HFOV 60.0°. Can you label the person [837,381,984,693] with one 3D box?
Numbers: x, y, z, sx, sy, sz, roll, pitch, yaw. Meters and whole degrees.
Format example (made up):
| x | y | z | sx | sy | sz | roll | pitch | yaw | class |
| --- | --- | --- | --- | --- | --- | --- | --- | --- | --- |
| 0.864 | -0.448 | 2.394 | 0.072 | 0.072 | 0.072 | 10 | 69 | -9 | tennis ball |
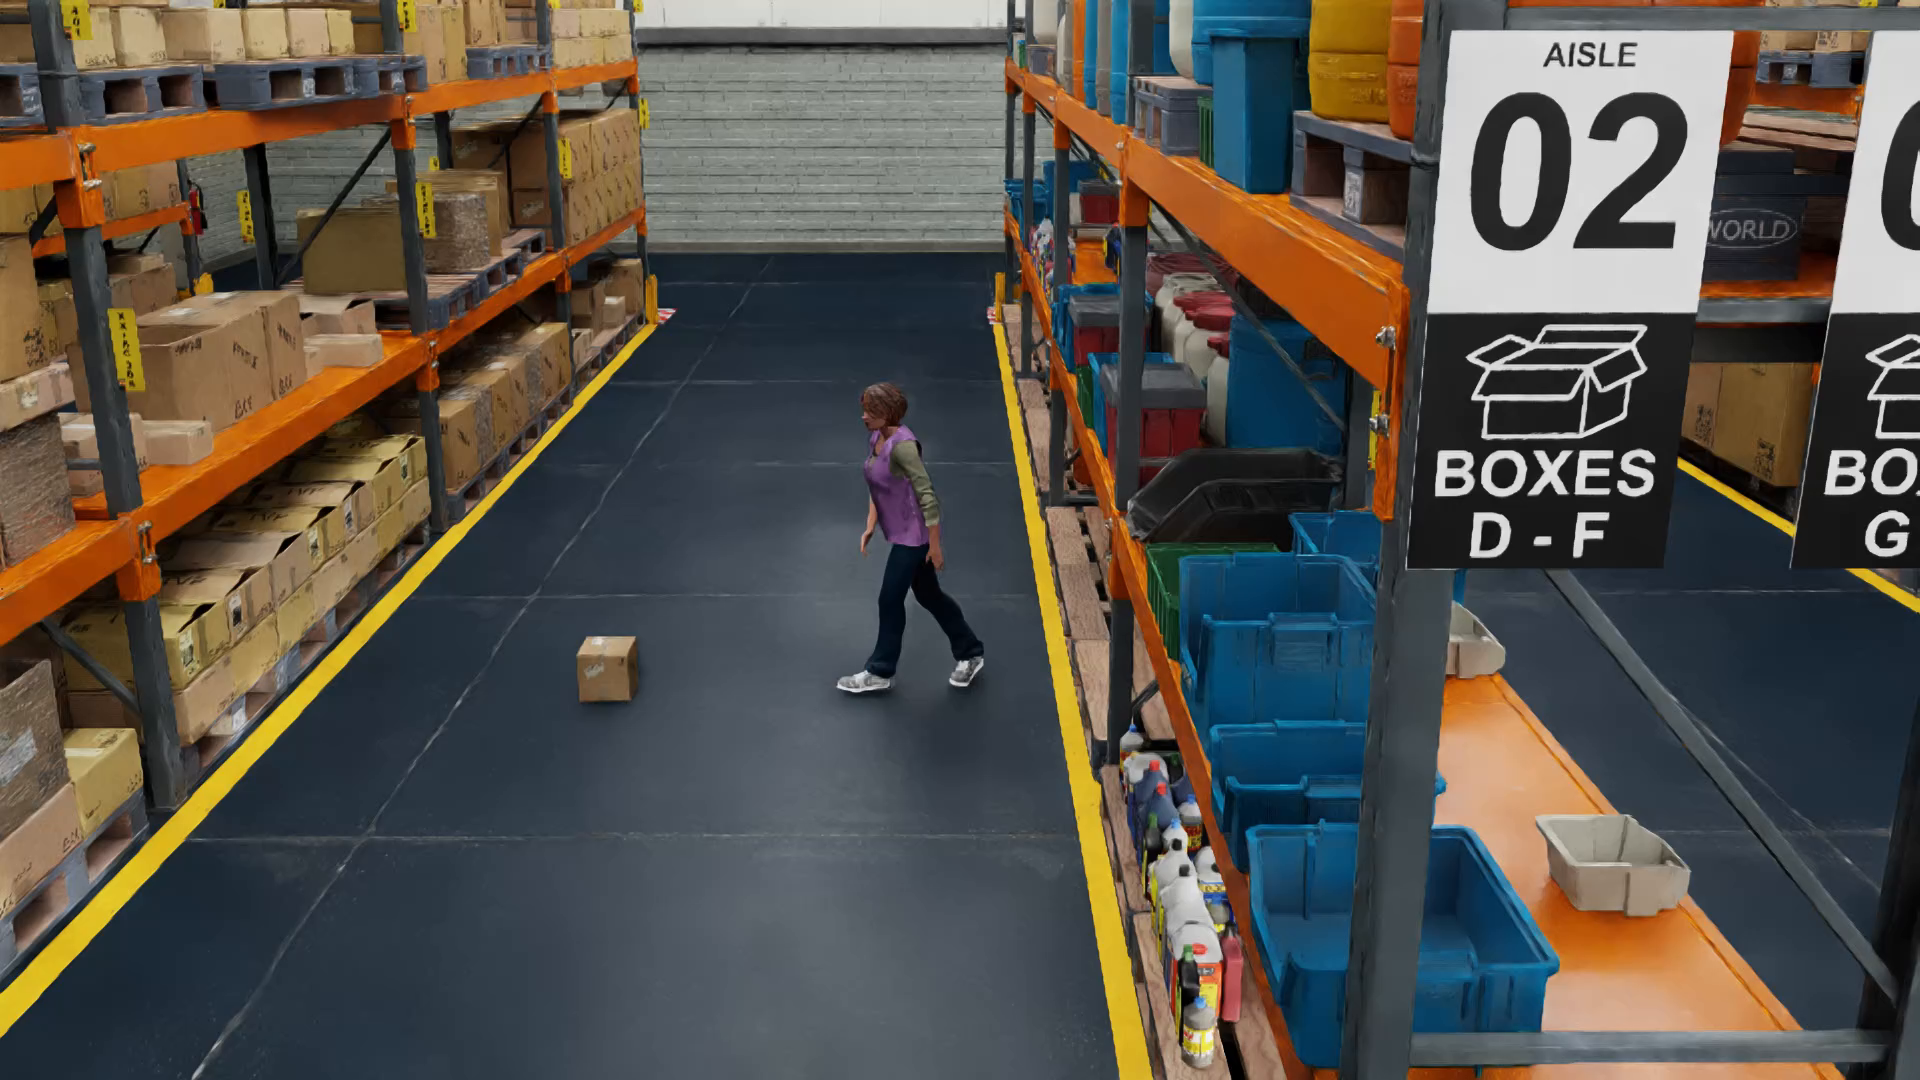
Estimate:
| x | y | z | sx | sy | sz | roll | pitch | yaw | class |
| --- | --- | --- | --- | --- | --- | --- | --- | --- | --- |
| -0.232 | -0.004 | 8.097 | 0.764 | 1.562 | 0.415 | -4 | 18 | -12 | person |
